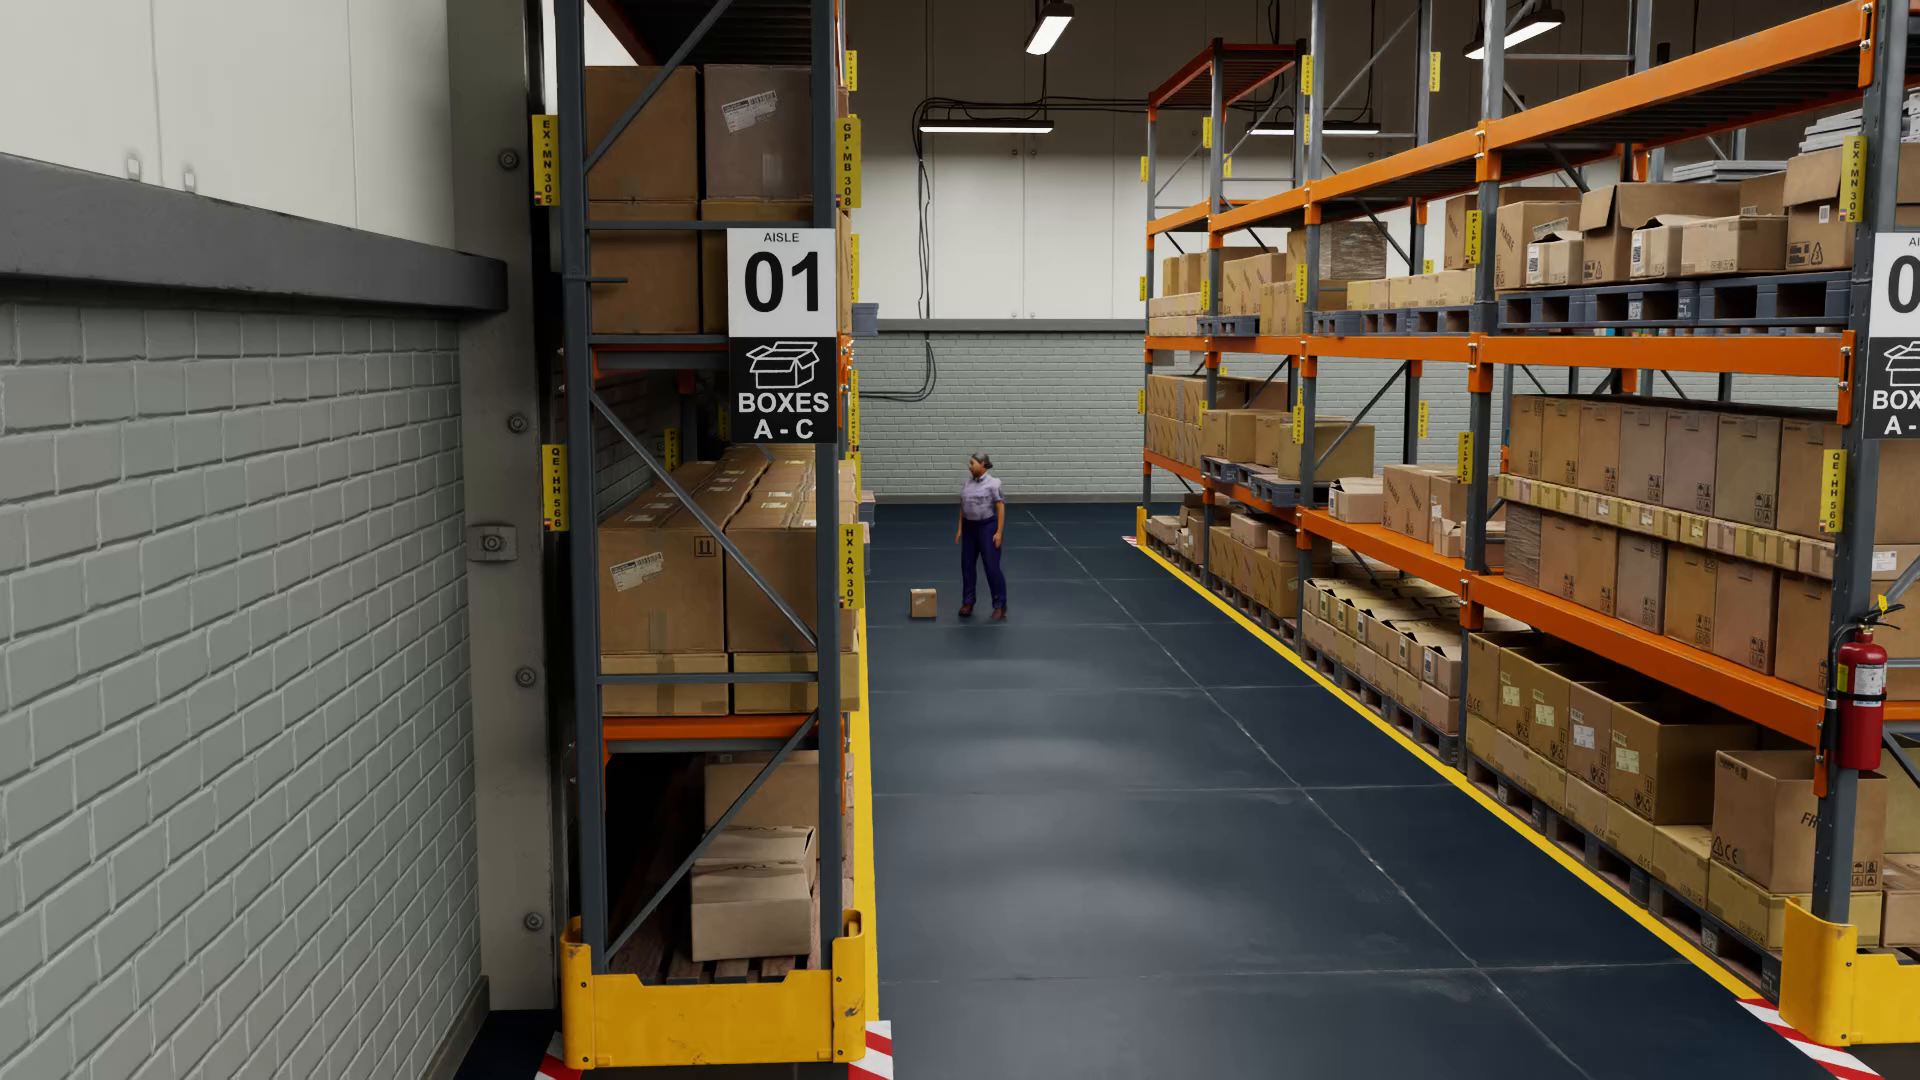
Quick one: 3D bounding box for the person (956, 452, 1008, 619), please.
[{"bbox_3d":[0.212,-0.040,16.754,0.577,1.685,0.376,6,9,39],"label":"person"}]
